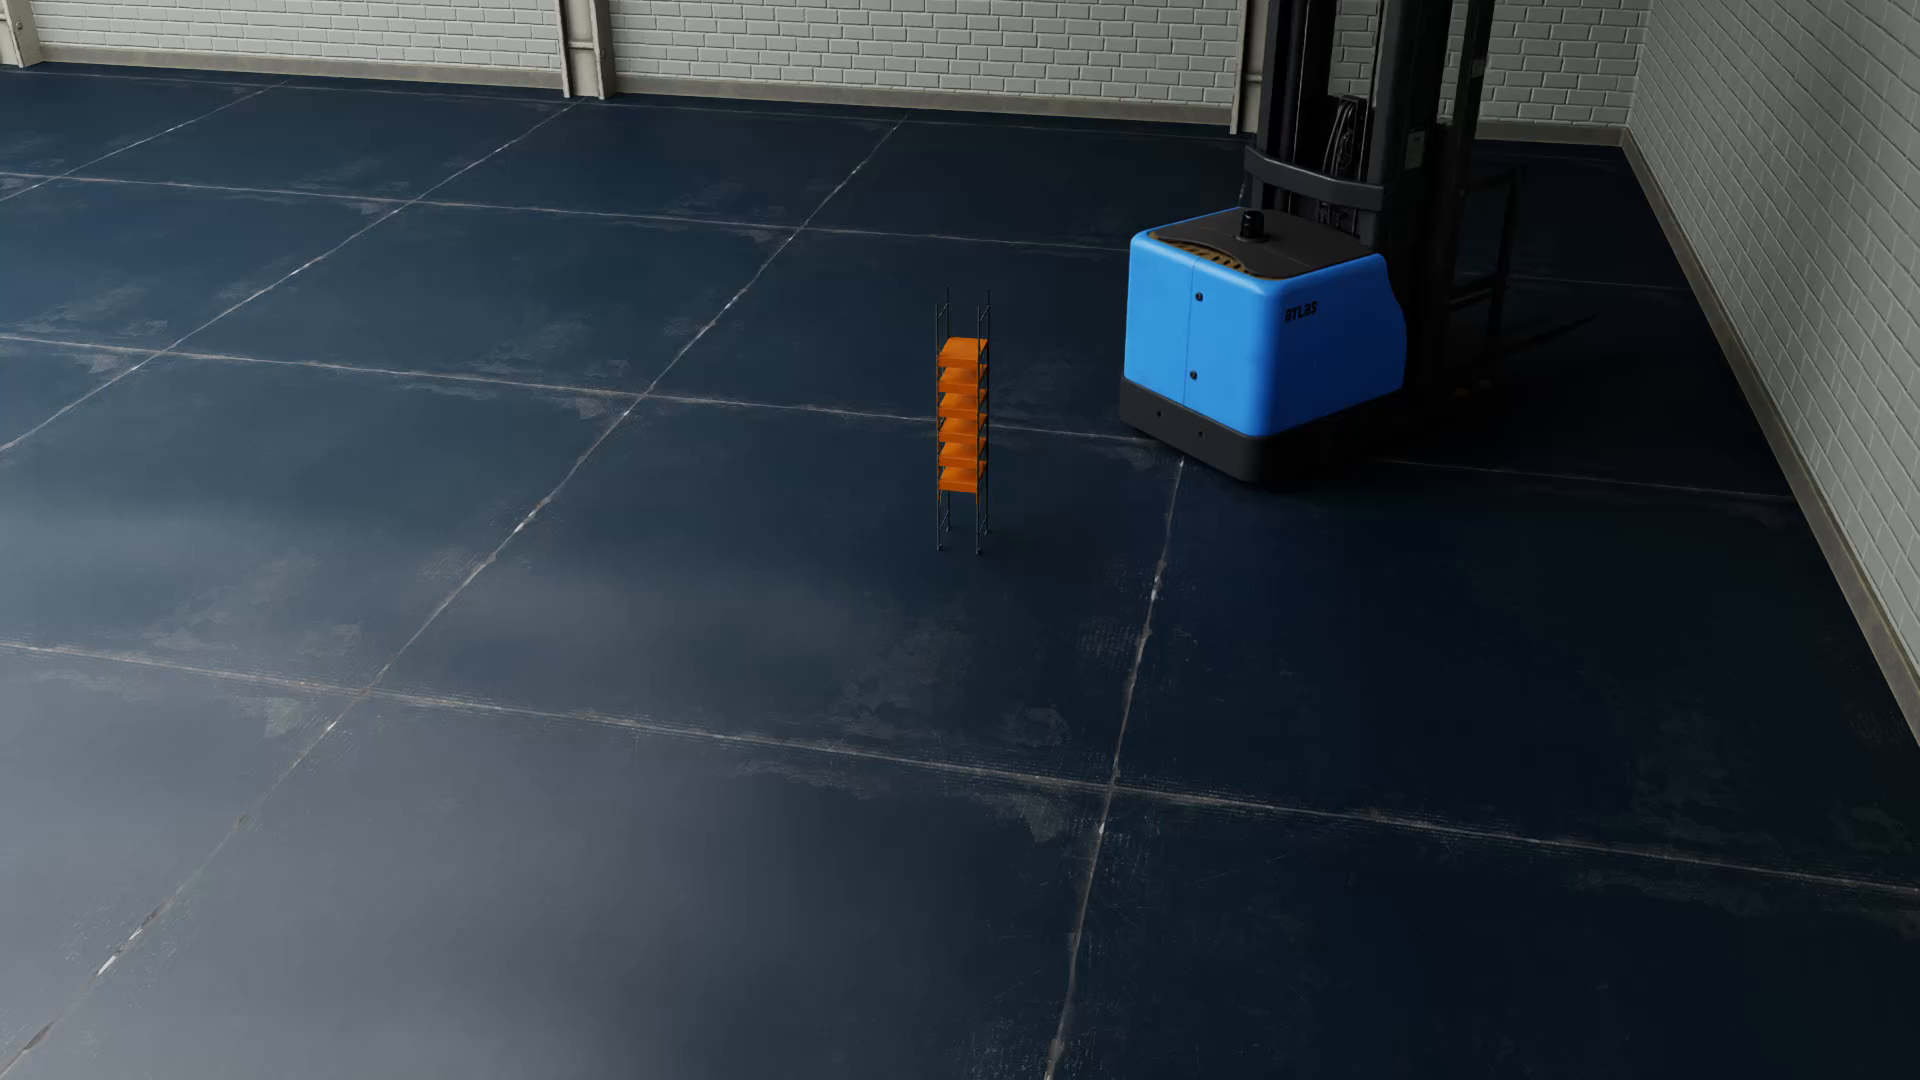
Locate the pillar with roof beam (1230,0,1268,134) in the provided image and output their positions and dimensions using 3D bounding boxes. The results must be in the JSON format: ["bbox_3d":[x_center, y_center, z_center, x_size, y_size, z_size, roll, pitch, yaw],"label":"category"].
[{"bbox_3d":[1.599,-5.396,8.235,0.400,9.000,9.100,6,29,11],"label":"pillar with roof beam"}]

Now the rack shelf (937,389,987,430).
[{"bbox_3d":[0.014,-0.591,7.423,0.180,0.103,0.258,6,29,11],"label":"rack shelf"}]

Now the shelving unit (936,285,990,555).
[{"bbox_3d":[0.014,-0.525,7.459,0.189,1.200,0.258,6,29,11],"label":"shelving unit"}]

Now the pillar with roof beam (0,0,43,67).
[{"bbox_3d":[-10.137,-6.599,10.433,0.400,9.000,9.100,6,29,11],"label":"pillar with roof beam"}]

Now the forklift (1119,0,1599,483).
[{"bbox_3d":[2.324,-2.116,8.563,3.031,2.935,1.130,-20,34,-32],"label":"forklift"}]

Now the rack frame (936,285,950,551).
[{"bbox_3d":[-0.075,-0.534,7.476,0.006,1.200,0.240,6,29,11],"label":"rack frame"}]

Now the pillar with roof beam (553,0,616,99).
[{"bbox_3d":[-4.269,-5.998,9.334,0.400,9.000,9.100,6,29,11],"label":"pillar with roof beam"}]

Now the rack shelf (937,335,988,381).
[{"bbox_3d":[0.014,-0.802,7.308,0.180,0.103,0.258,6,29,11],"label":"rack shelf"}]

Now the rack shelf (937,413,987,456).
[{"bbox_3d":[0.014,-0.486,7.481,0.180,0.103,0.258,6,29,11],"label":"rack shelf"}]

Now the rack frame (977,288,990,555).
[{"bbox_3d":[0.104,-0.516,7.442,0.006,1.200,0.240,6,29,11],"label":"rack frame"}]

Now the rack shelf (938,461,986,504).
[{"bbox_3d":[0.014,-0.275,7.596,0.180,0.103,0.258,6,29,11],"label":"rack shelf"}]

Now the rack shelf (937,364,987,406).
[{"bbox_3d":[0.014,-0.696,7.365,0.180,0.103,0.258,6,29,11],"label":"rack shelf"}]

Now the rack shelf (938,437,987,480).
[{"bbox_3d":[0.014,-0.381,7.538,0.180,0.103,0.258,6,29,11],"label":"rack shelf"}]
